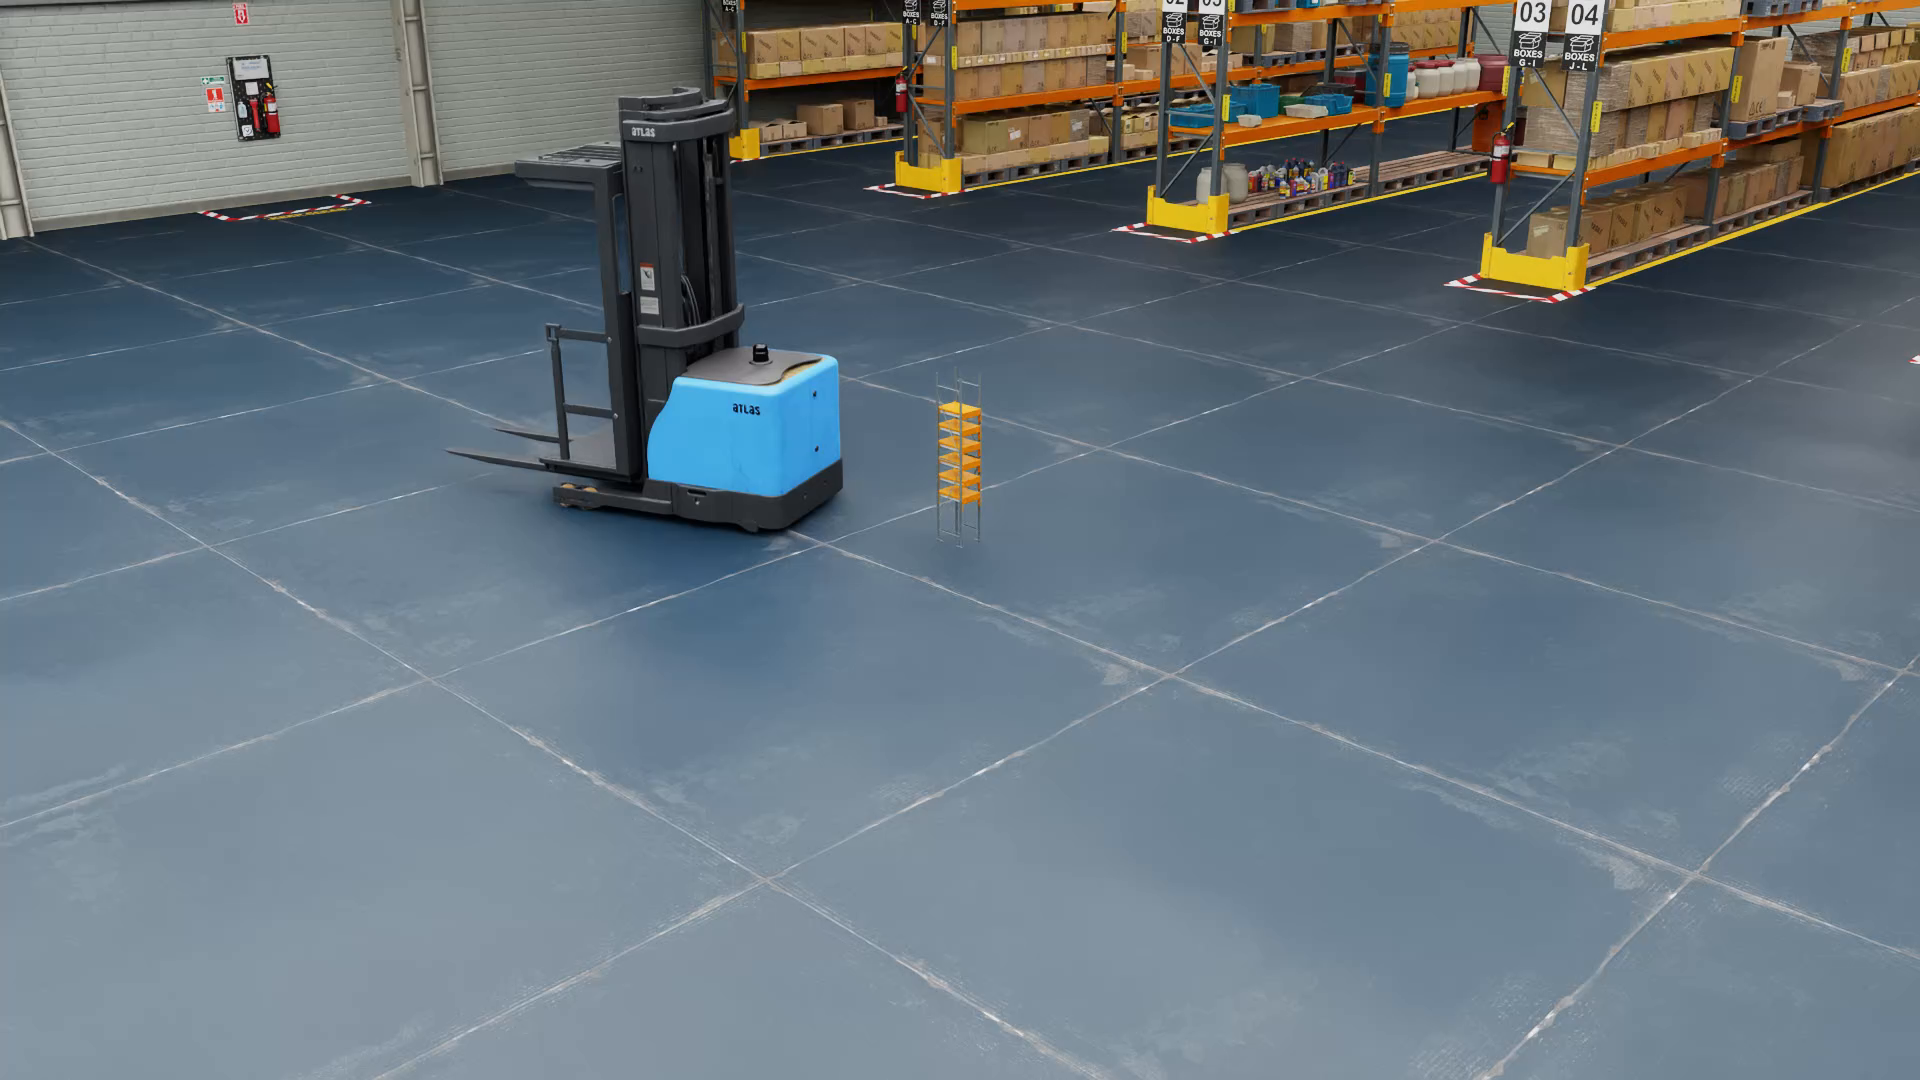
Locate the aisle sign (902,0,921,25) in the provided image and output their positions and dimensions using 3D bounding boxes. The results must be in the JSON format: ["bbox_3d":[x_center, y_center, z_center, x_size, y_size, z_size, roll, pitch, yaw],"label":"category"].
[{"bbox_3d":[-0.735,-8.145,24.962,0.394,0.787,0.004,19,28,41],"label":"aisle sign"}]

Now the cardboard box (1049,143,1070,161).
[{"bbox_3d":[1.450,-6.384,27.250,0.500,0.250,0.500,19,28,41],"label":"cardboard box"}]

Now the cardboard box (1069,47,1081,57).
[{"bbox_3d":[1.738,-7.931,26.984,0.380,0.149,0.250,19,28,41],"label":"cardboard box"}]

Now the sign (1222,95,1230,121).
[{"bbox_3d":[3.458,-5.625,21.643,0.100,0.325,0.005,19,28,41],"label":"sign"}]

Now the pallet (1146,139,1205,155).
[{"bbox_3d":[3.649,-7.116,29.795,1.003,0.211,1.213,19,28,41],"label":"pallet"}]

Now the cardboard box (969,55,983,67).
[{"bbox_3d":[0.131,-7.340,25.448,0.380,0.149,0.250,18,28,39],"label":"cardboard box"}]

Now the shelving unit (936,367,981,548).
[{"bbox_3d":[-0.010,-0.556,11.350,0.258,1.200,0.189,19,28,41],"label":"shelving unit"}]

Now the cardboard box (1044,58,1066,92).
[{"bbox_3d":[1.290,-7.569,26.948,0.500,0.500,0.700,-20,28,-41],"label":"cardboard box"}]

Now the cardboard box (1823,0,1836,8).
[{"bbox_3d":[11.704,-7.467,22.849,0.500,0.250,0.500,19,28,40],"label":"cardboard box"}]

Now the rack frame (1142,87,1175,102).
[{"bbox_3d":[4.340,-11.199,36.530,1.000,3.000,0.127,19,28,41],"label":"rack frame"}]

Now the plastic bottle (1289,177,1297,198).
[{"bbox_3d":[4.726,-5.014,23.611,0.133,0.283,0.061,-20,28,-41],"label":"plastic bottle"}]

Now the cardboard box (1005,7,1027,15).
[{"bbox_3d":[1.117,-10.543,33.167,0.380,0.149,0.250,14,25,32],"label":"cardboard box"}]

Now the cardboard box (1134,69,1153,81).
[{"bbox_3d":[3.076,-7.963,28.461,0.380,0.149,0.250,19,28,41],"label":"cardboard box"}]

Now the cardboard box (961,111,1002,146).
[{"bbox_3d":[0.369,-6.611,26.796,0.500,0.500,0.500,19,28,41],"label":"cardboard box"}]

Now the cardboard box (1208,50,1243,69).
[{"bbox_3d":[4.817,-8.808,30.433,0.500,0.311,0.500,-18,27,-39],"label":"cardboard box"}]

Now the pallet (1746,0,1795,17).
[{"bbox_3d":[9.913,-6.868,21.342,1.213,0.211,1.003,19,28,41],"label":"pallet"}]

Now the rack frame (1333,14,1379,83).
[{"bbox_3d":[7.892,-9.960,33.307,1.000,3.000,0.127,19,28,41],"label":"rack frame"}]

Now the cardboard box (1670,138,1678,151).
[{"bbox_3d":[8.560,-4.868,20.410,0.380,0.149,0.250,19,28,41],"label":"cardboard box"}]

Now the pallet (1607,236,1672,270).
[{"bbox_3d":[8.112,-3.625,20.712,1.003,0.211,1.213,19,28,41],"label":"pallet"}]

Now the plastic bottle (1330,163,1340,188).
[{"bbox_3d":[5.481,-5.345,24.378,0.144,0.351,0.185,18,27,38],"label":"plastic bottle"}]

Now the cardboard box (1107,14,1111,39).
[{"bbox_3d":[2.791,-10.686,34.614,0.500,0.500,0.500,19,28,40],"label":"cardboard box"}]

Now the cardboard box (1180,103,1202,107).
[{"bbox_3d":[4.201,-7.646,29.751,0.500,0.311,0.500,19,28,40],"label":"cardboard box"}]

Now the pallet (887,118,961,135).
[{"bbox_3d":[-0.698,-8.041,32.202,1.003,0.211,1.213,19,28,41],"label":"pallet"}]

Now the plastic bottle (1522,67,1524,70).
[{"bbox_3d":[9.785,-8.285,29.017,0.144,0.351,0.185,19,28,41],"label":"plastic bottle"}]

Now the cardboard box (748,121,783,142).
[{"bbox_3d":[-3.484,-7.220,29.312,0.500,0.311,0.500,15,26,35],"label":"cardboard box"}]

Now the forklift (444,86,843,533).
[{"bbox_3d":[-2.435,-1.748,12.037,3.031,2.935,1.130,9,23,21],"label":"forklift"}]

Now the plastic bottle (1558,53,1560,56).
[{"bbox_3d":[10.784,-8.643,30.043,0.061,0.283,0.133,19,28,41],"label":"plastic bottle"}]

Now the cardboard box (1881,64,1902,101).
[{"bbox_3d":[14.147,-7.076,25.665,0.500,0.500,0.500,19,28,40],"label":"cardboard box"}]

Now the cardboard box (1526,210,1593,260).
[{"bbox_3d":[7.064,-3.581,19.608,0.500,0.500,0.500,-14,25,-32],"label":"cardboard box"}]

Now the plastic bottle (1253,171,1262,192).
[{"bbox_3d":[4.307,-5.185,24.057,0.061,0.283,0.133,19,28,41],"label":"plastic bottle"}]

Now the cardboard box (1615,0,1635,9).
[{"bbox_3d":[7.224,-5.967,18.389,0.250,0.149,0.380,-19,28,-41],"label":"cardboard box"}]

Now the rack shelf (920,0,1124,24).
[{"bbox_3d":[0.916,-8.454,26.210,1.077,0.370,4.000,19,28,41],"label":"rack shelf"}]

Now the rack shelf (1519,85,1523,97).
[{"bbox_3d":[10.043,-7.869,28.870,1.077,0.370,4.000,19,28,41],"label":"rack shelf"}]

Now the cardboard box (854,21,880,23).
[{"bbox_3d":[-1.718,-9.363,30.890,0.500,0.500,0.500,18,28,39],"label":"cardboard box"}]

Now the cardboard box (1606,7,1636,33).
[{"bbox_3d":[7.137,-5.784,18.471,0.500,0.250,0.500,-19,28,-40],"label":"cardboard box"}]

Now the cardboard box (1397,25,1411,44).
[{"bbox_3d":[8.798,-10.202,33.797,0.500,0.500,0.500,-20,28,-41],"label":"cardboard box"}]

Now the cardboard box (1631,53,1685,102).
[{"bbox_3d":[8.241,-5.506,19.771,0.500,0.500,0.500,19,28,41],"label":"cardboard box"}]

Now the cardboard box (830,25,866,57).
[{"bbox_3d":[-2.052,-8.976,29.884,0.500,0.500,0.500,18,28,39],"label":"cardboard box"}]

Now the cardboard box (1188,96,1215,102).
[{"bbox_3d":[4.526,-8.045,30.790,0.500,0.311,0.500,-19,28,-40],"label":"cardboard box"}]

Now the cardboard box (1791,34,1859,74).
[{"bbox_3d":[12.719,-7.150,24.459,0.637,0.503,0.797,-19,28,-40],"label":"cardboard box"}]

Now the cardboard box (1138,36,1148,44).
[{"bbox_3d":[3.793,-10.724,35.618,0.380,0.149,0.250,19,28,41],"label":"cardboard box"}]

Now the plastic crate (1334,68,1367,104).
[{"bbox_3d":[5.976,-6.894,25.240,0.402,0.464,0.583,19,28,41],"label":"plastic crate"}]

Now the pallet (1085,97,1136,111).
[{"bbox_3d":[3.005,-9.365,35.645,1.003,0.211,1.213,19,28,41],"label":"pallet"}]

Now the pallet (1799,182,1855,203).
[{"bbox_3d":[12.801,-5.334,25.157,1.003,0.211,1.213,19,28,41],"label":"pallet"}]

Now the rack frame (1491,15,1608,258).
[{"bbox_3d":[6.616,-4.395,18.828,1.000,3.000,0.127,19,28,41],"label":"rack frame"}]

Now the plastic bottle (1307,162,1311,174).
[{"bbox_3d":[5.192,-5.512,24.906,0.061,0.283,0.133,19,28,41],"label":"plastic bottle"}]

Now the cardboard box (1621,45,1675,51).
[{"bbox_3d":[8.563,-5.895,20.782,0.500,0.500,0.500,19,28,41],"label":"cardboard box"}]

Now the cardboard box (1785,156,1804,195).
[{"bbox_3d":[11.744,-5.313,24.087,0.700,0.500,0.500,17,27,38],"label":"cardboard box"}]

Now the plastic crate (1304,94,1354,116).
[{"bbox_3d":[5.280,-6.241,23.838,0.499,0.251,0.616,19,28,41],"label":"plastic crate"}]

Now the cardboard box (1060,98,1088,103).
[{"bbox_3d":[2.157,-9.519,34.572,0.750,0.750,0.750,19,28,40],"label":"cardboard box"}]

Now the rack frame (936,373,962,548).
[{"bbox_3d":[-0.074,-0.533,11.288,0.240,1.200,0.006,19,28,41],"label":"rack frame"}]

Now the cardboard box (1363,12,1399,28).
[{"bbox_3d":[8.422,-10.524,33.241,0.500,0.500,0.500,-19,28,-41],"label":"cardboard box"}]

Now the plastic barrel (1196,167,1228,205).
[{"bbox_3d":[3.472,-4.858,22.914,0.421,0.512,0.421,0,21,0],"label":"plastic barrel"}]

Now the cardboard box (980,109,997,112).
[{"bbox_3d":[0.316,-8.773,33.089,0.700,0.500,0.500,19,28,40],"label":"cardboard box"}]

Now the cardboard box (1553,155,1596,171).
[{"bbox_3d":[6.986,-4.291,18.909,0.380,0.149,0.250,19,28,41],"label":"cardboard box"}]

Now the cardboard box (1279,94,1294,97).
[{"bbox_3d":[5.985,-8.152,31.473,0.500,0.500,0.500,18,27,39],"label":"cardboard box"}]

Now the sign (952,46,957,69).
[{"bbox_3d":[-0.086,-7.176,24.746,0.100,0.325,0.005,19,28,41],"label":"sign"}]
